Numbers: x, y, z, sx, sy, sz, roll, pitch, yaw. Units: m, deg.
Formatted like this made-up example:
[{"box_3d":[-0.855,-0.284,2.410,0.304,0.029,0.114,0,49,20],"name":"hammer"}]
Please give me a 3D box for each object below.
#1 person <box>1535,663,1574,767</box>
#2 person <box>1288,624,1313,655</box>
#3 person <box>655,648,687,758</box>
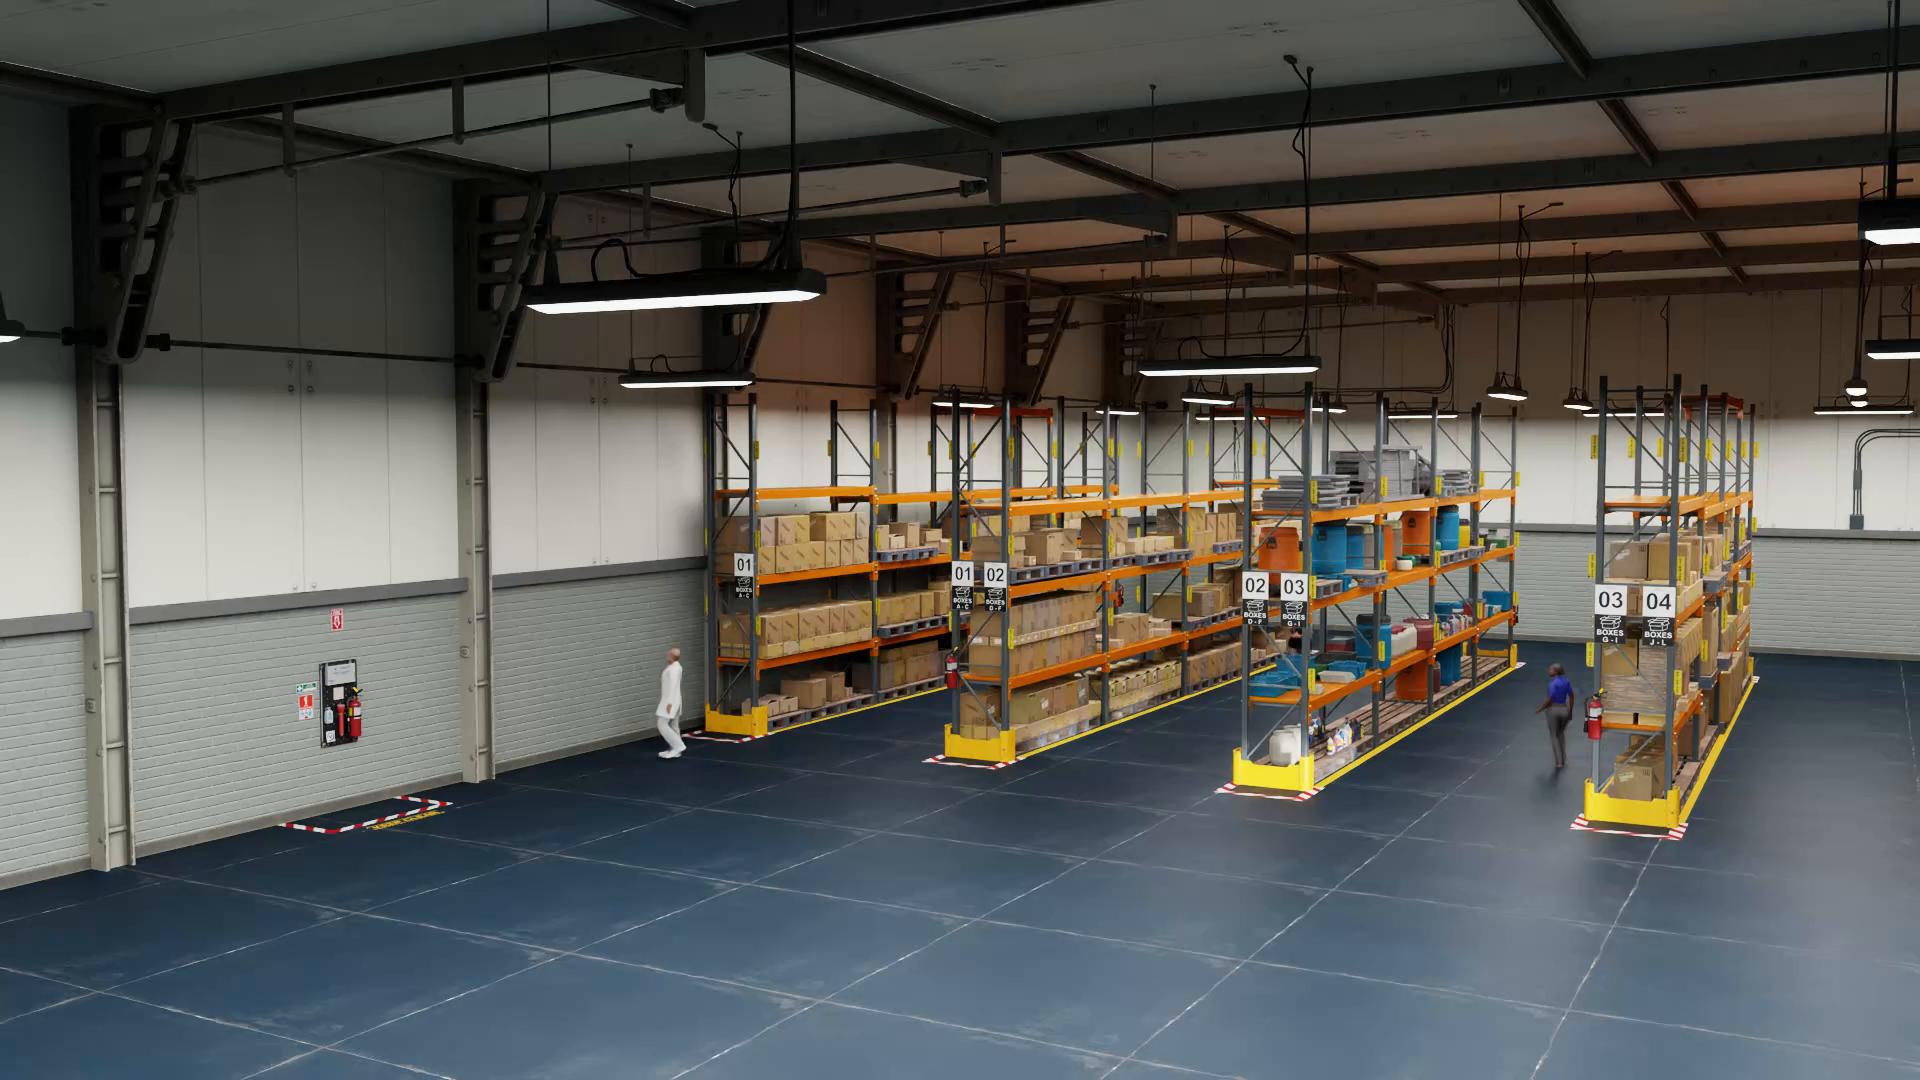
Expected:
[{"box_3d":[9.476,2.799,26.369,0.572,1.707,0.526,0,3,-6],"name":"person"},{"box_3d":[7.044,2.256,34.409,0.571,1.695,0.995,2,3,26],"name":"person"},{"box_3d":[-4.679,2.646,26.983,0.503,1.781,0.631,0,3,-1],"name":"person"}]
